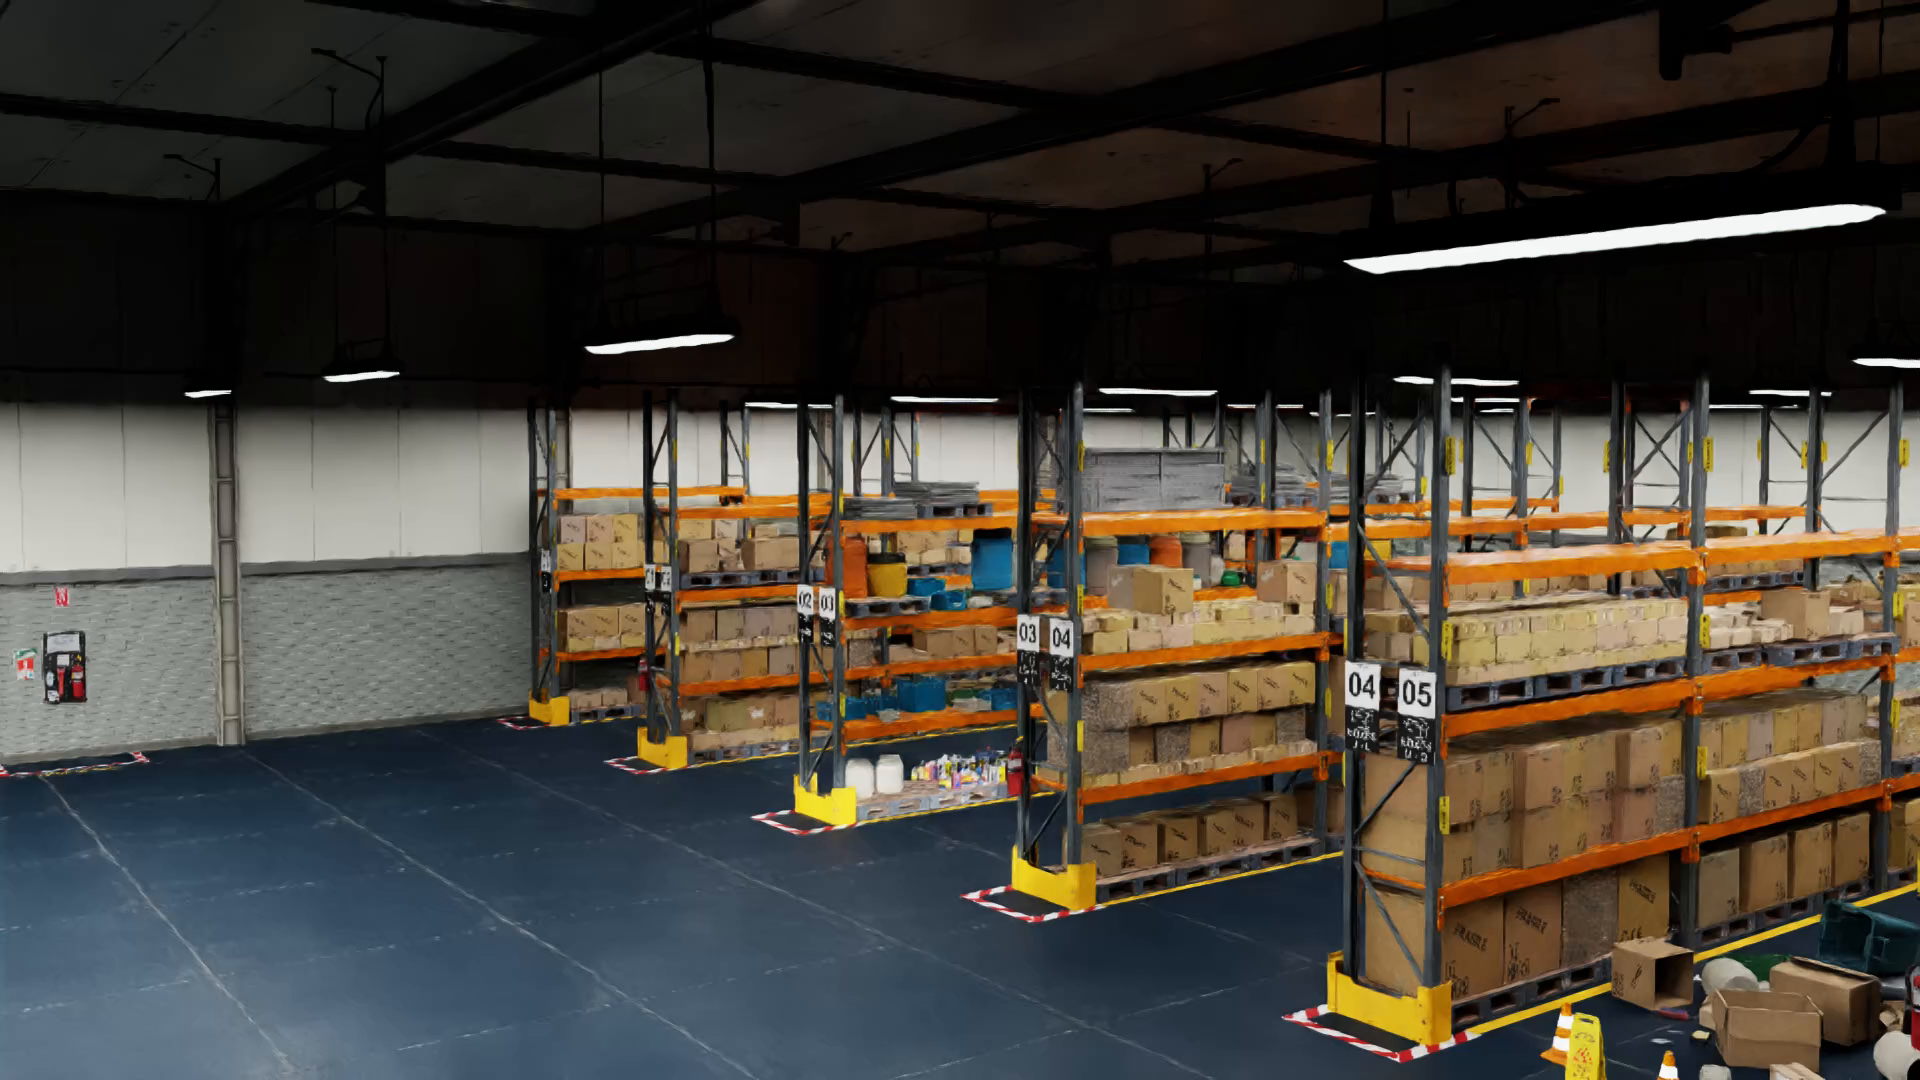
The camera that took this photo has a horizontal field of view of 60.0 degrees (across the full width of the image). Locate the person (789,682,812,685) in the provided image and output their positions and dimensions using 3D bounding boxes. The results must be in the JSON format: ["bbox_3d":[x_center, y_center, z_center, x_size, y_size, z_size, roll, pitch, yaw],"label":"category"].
[{"bbox_3d":[-2.889,2.557,30.120,0.534,1.674,0.677,-3,4,-37],"label":"person"}]
